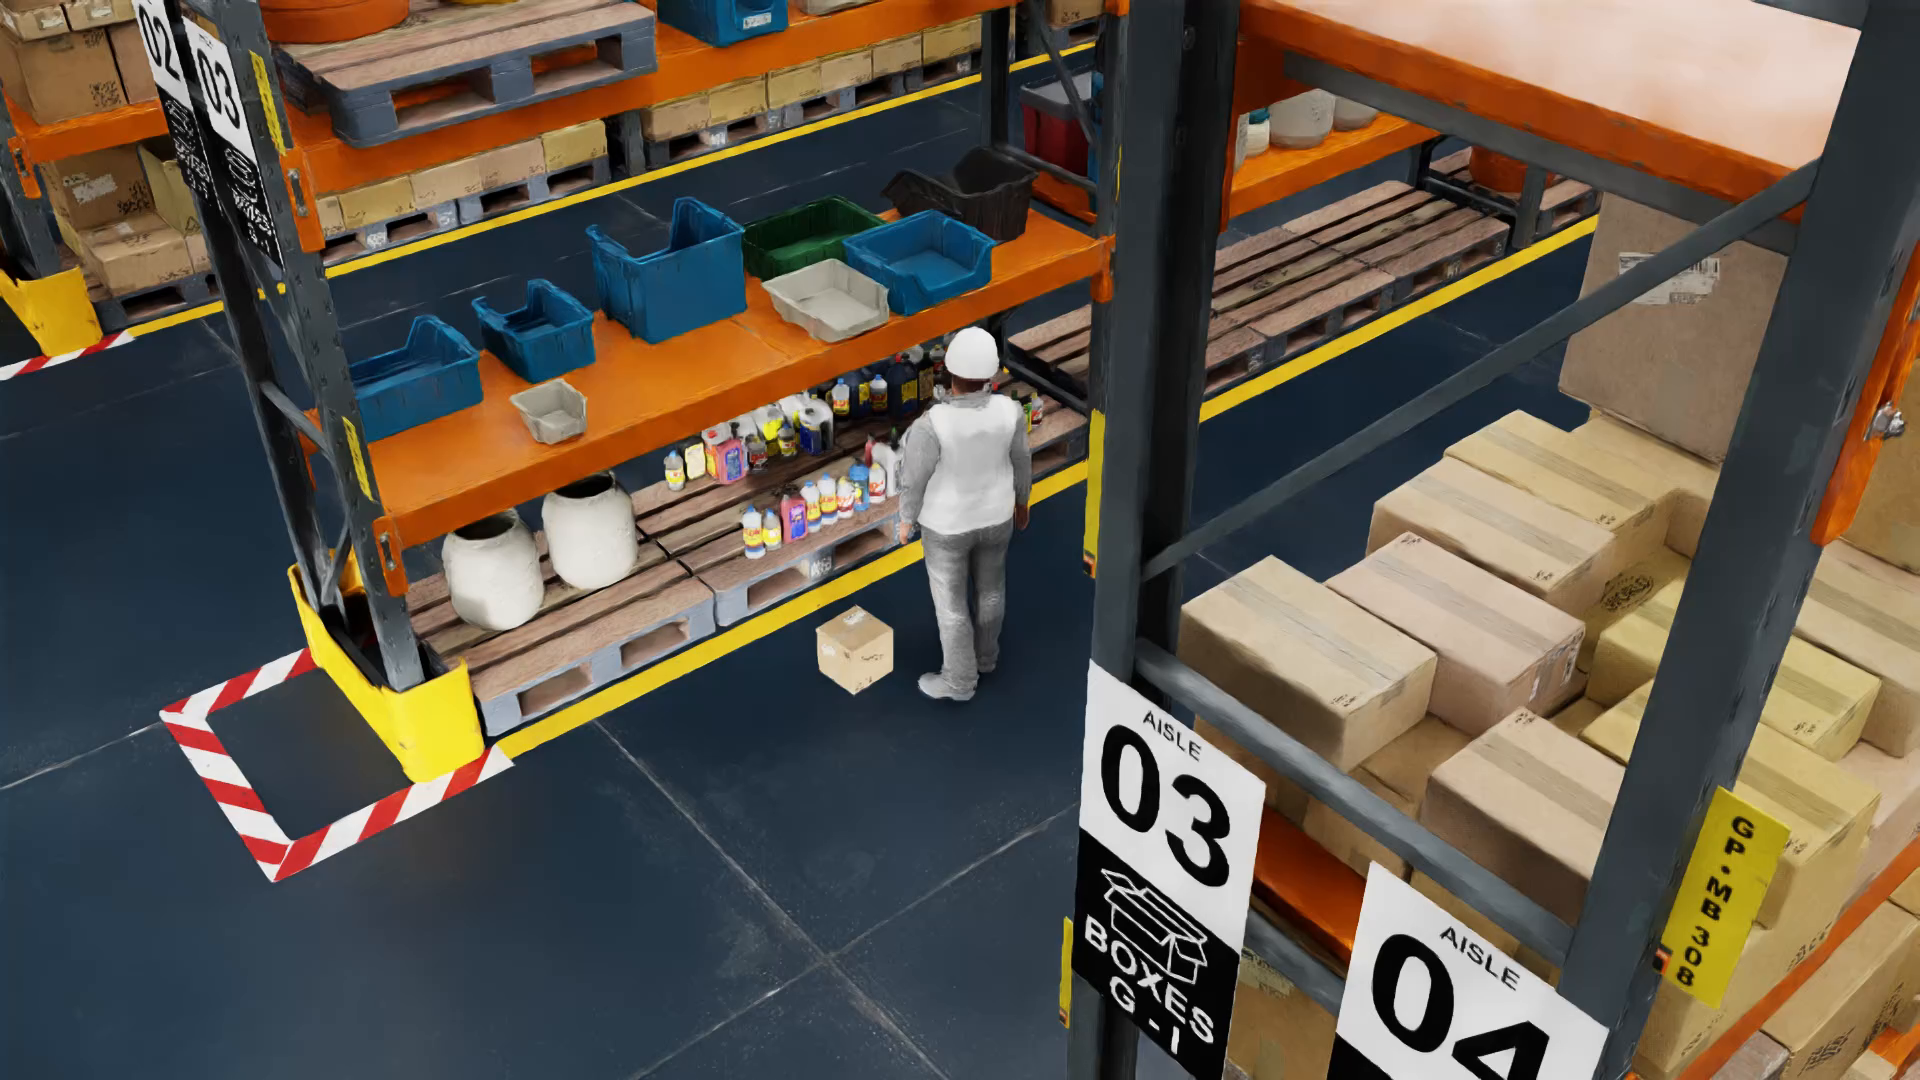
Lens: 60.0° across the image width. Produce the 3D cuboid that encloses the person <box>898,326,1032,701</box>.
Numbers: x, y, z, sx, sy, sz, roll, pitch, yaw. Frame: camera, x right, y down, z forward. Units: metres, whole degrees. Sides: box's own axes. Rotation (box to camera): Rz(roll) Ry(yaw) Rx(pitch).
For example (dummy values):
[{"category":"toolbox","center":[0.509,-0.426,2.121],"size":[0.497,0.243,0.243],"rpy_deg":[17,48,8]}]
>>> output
[{"category":"person","center":[0.023,-0.106,7.193],"size":[0.611,1.800,0.458],"rpy_deg":[-15,38,-19]}]
